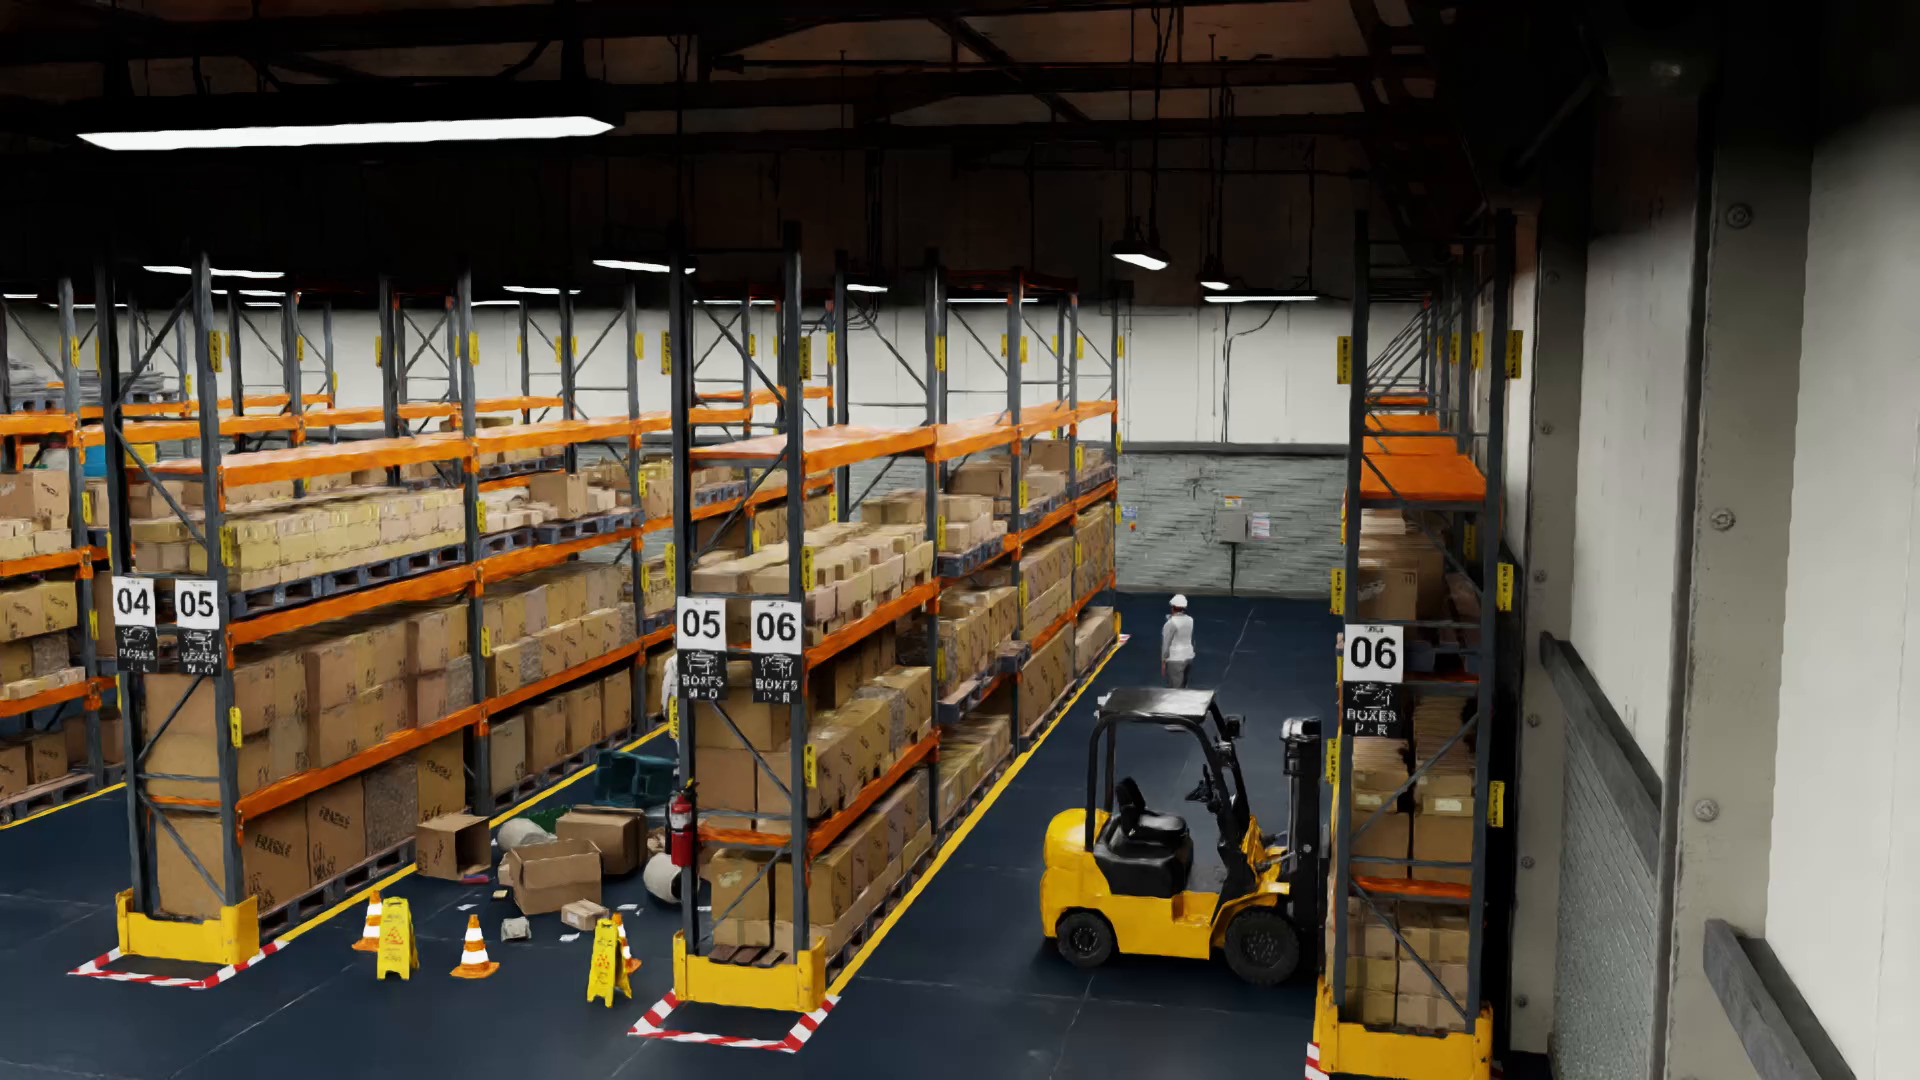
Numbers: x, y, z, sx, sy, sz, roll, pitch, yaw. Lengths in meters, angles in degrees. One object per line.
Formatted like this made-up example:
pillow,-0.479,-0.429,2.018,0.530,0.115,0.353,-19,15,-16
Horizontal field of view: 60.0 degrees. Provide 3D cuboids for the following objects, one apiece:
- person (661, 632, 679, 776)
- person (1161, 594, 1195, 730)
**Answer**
person,-3.311,1.919,19.784,0.572,1.667,0.532,-7,10,-44
person,2.867,1.586,22.073,0.576,1.768,0.626,6,9,41
